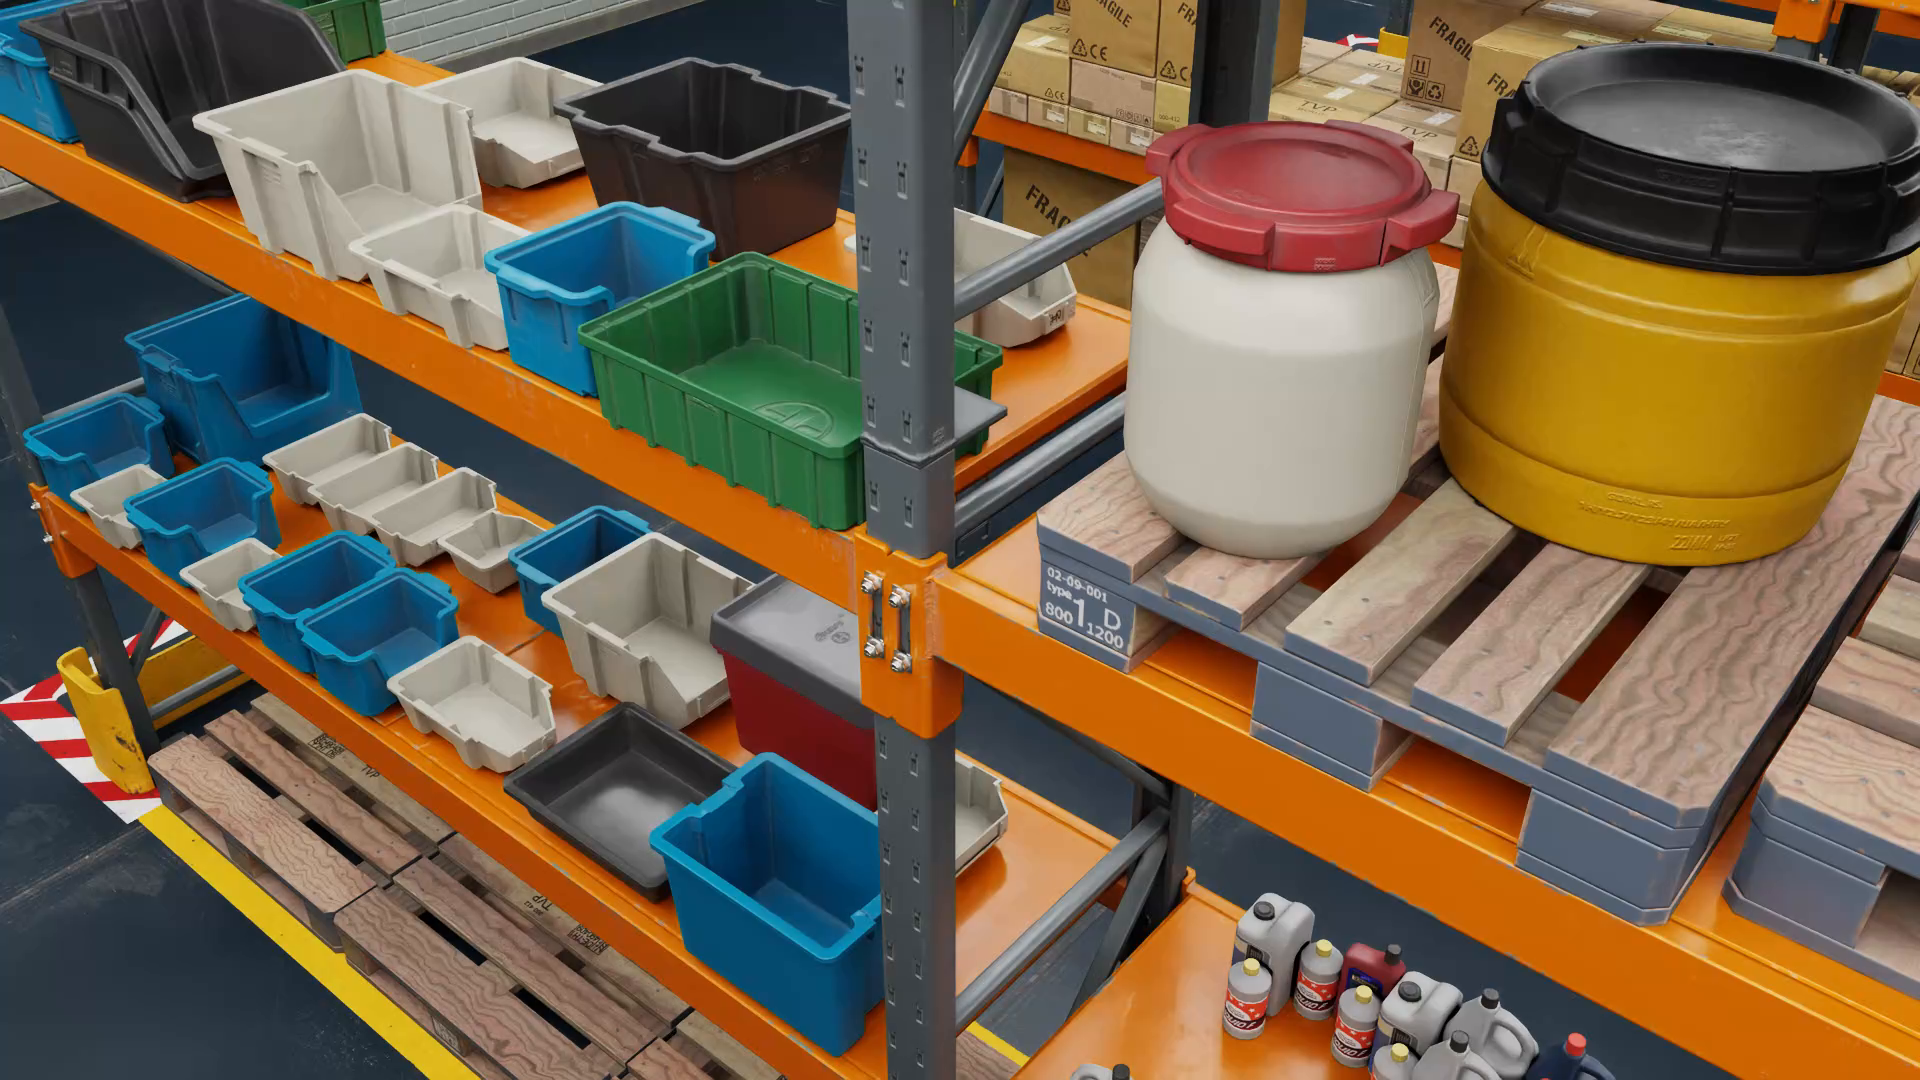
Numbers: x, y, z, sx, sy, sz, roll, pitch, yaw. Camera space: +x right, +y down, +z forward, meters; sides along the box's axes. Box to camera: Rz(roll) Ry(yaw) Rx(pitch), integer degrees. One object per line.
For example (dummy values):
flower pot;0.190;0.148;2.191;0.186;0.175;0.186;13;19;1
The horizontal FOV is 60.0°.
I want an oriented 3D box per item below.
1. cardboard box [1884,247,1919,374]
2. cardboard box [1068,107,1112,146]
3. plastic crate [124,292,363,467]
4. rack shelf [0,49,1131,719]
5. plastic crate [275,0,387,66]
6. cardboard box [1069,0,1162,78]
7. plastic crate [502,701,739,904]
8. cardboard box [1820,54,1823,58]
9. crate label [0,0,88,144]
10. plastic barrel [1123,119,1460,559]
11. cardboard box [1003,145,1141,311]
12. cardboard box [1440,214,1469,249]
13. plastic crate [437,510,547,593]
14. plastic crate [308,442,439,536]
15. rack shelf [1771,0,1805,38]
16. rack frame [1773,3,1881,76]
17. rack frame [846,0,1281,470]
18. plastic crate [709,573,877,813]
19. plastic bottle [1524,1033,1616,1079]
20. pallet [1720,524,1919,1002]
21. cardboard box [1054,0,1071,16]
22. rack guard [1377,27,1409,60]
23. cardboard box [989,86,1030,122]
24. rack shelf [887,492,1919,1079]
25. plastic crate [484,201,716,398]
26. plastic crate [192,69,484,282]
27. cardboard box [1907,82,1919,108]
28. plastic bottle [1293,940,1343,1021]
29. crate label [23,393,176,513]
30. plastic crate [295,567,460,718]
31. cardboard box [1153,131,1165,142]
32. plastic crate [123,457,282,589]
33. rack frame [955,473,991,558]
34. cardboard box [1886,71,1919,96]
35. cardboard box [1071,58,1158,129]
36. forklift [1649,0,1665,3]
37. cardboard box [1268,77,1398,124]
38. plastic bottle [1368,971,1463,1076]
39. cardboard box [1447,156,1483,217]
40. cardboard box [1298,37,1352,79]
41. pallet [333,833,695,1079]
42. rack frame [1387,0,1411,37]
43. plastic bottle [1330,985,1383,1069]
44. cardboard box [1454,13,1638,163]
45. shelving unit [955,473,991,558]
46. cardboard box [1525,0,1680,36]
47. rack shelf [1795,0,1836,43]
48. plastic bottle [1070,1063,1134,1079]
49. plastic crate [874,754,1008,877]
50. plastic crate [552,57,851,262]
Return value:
cardboard box;3.571;-1.035;6.519;0.500;0.500;0.500;25;42;32
cardboard box;0.760;-2.157;8.463;0.250;0.149;0.380;24;41;31
plastic crate;-2.489;-0.562;5.835;0.499;0.435;0.616;25;42;32
rack shelf;-1.329;-0.778;4.219;4.000;0.370;1.077;25;42;32
plastic crate;-1.925;-1.479;4.791;0.336;0.188;0.450;25;42;32
cardboard box;0.884;-2.615;8.116;0.500;0.500;0.500;24;41;31
plastic crate;-0.824;0.686;4.291;0.590;0.125;0.437;25;42;32
cardboard box;5.738;-3.256;11.464;0.250;0.149;0.380;26;42;33
crate label;-2.363;-1.263;4.421;0.502;0.251;0.408;25;42;32
plastic barrel;0.452;-0.280;2.367;0.433;0.535;0.433;0;34;0
cardboard box;0.846;-1.818;9.253;0.875;0.875;0.875;25;42;32
cardboard box;2.341;-1.413;7.379;0.250;0.149;0.380;26;42;33
plastic crate;-1.441;0.038;5.224;0.250;0.136;0.298;25;42;32
plastic crate;-1.910;-0.151;5.500;0.243;0.136;0.396;25;42;32
rack shelf;1.840;-2.933;7.357;4.000;0.370;1.077;25;42;32
rack frame;3.377;-1.269;6.948;0.127;3.000;1.000;25;42;32
rack frame;0.208;-1.587;2.112;0.127;3.000;1.000;25;42;32
plastic crate;-0.317;0.402;4.405;0.583;0.464;0.402;25;42;32
plastic bottle;1.266;1.164;3.449;0.185;0.351;0.144;25;42;32
pallet;1.747;0.378;2.067;1.213;0.211;1.003;25;42;32
cardboard box;0.846;-3.025;8.713;0.500;0.500;0.500;26;42;32
rack guard;3.613;-3.781;12.814;0.348;0.500;1.175;25;42;32
cardboard box;0.365;-2.342;8.732;0.250;0.149;0.380;26;42;32
rack shelf;1.745;0.671;2.110;4.000;0.370;1.077;25;42;32
plastic crate;-0.696;-0.472;3.286;0.300;0.233;0.416;25;42;32
plastic crate;-1.360;-0.813;3.740;0.530;0.282;0.437;25;42;32
cardboard box;3.874;-1.496;6.304;0.637;0.503;0.797;24;41;31
plastic bottle;0.825;1.000;3.819;0.097;0.201;0.097;0;34;0
crate label;-2.887;-0.286;5.611;0.303;0.233;0.416;25;42;32
plastic crate;-1.644;0.300;4.759;0.300;0.233;0.416;25;42;32
cardboard box;1.156;-1.971;8.192;0.250;0.149;0.380;24;41;31
plastic crate;-2.381;-0.047;5.264;0.300;0.233;0.416;25;42;32
rack frame;0.060;-0.466;7.369;0.015;1.200;0.240;25;42;32
cardboard box;6.323;-2.974;11.052;0.250;0.149;0.380;28;43;34
cardboard box;0.903;-2.302;8.322;0.500;0.250;0.500;25;41;31
forklift;4.072;-2.846;9.306;3.031;2.935;1.130;10;36;15
cardboard box;1.691;-1.931;7.782;0.500;0.250;0.500;24;41;31
plastic bottle;0.999;1.072;3.649;0.135;0.276;0.152;25;42;32
cardboard box;2.471;-1.562;7.244;0.500;0.250;0.500;27;43;33
cardboard box;1.626;-2.350;8.392;0.500;0.250;0.500;24;41;30
pallet;-1.323;1.344;5.606;1.213;0.211;1.003;25;42;32
rack frame;3.554;-4.839;12.146;0.127;3.000;1.000;25;42;32
plastic bottle;0.888;1.075;3.711;0.097;0.201;0.097;0;34;0
cardboard box;2.471;-1.872;7.034;0.500;0.500;0.500;26;42;32
shelving unit;-0.127;-0.555;7.498;0.503;1.200;0.258;25;42;32
cardboard box;2.799;-2.105;7.373;0.500;0.500;0.500;25;42;32
rack shelf;4.914;-1.484;5.248;4.000;0.370;1.077;25;42;32
plastic bottle;0.303;1.190;3.412;0.185;0.351;0.144;25;42;32
plastic crate;-0.058;0.739;4.204;0.243;0.136;0.396;25;42;32
plastic crate;-0.571;-0.866;3.827;0.590;0.269;0.497;25;42;32
